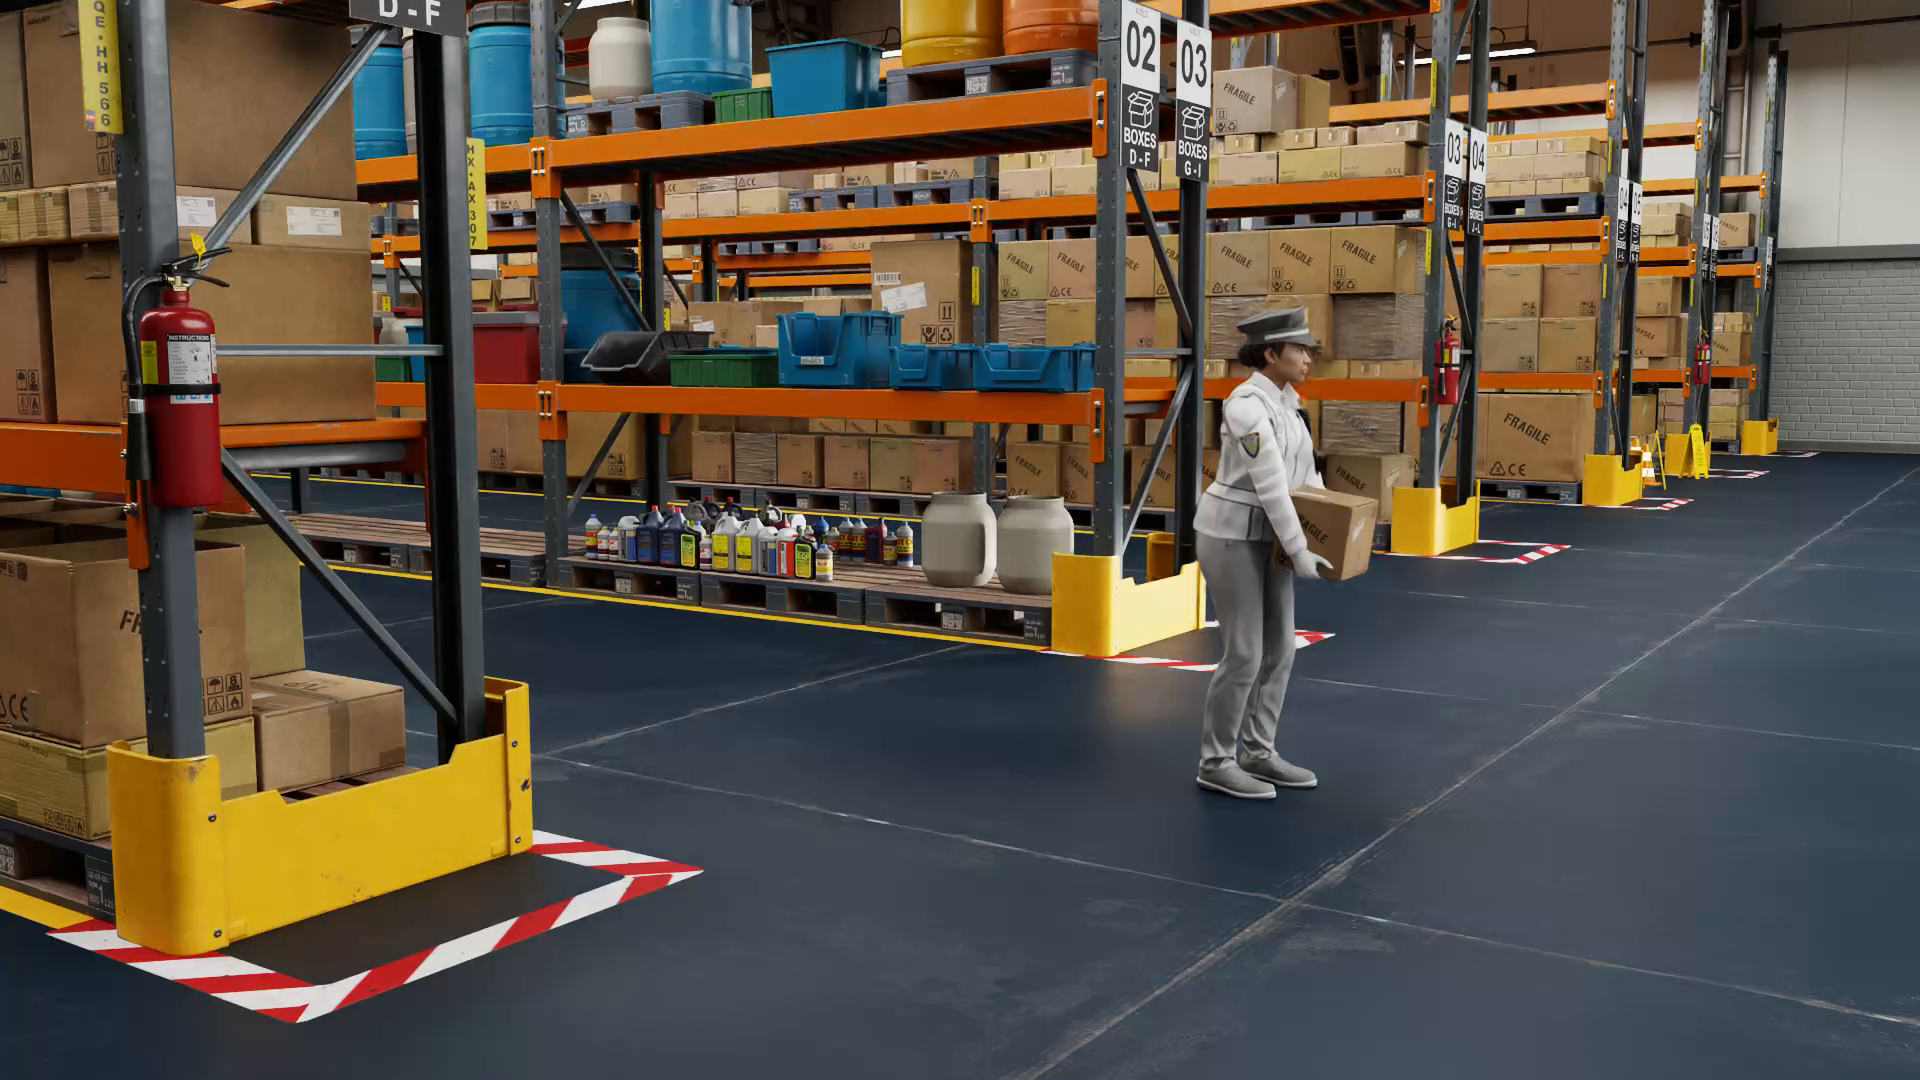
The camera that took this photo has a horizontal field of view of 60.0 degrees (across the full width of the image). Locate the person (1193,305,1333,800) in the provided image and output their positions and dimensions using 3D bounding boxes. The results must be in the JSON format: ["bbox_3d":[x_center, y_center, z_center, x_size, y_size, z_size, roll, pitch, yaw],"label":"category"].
[{"bbox_3d":[1.074,0.039,5.686,0.535,1.667,0.421,4,8,32],"label":"person"}]
